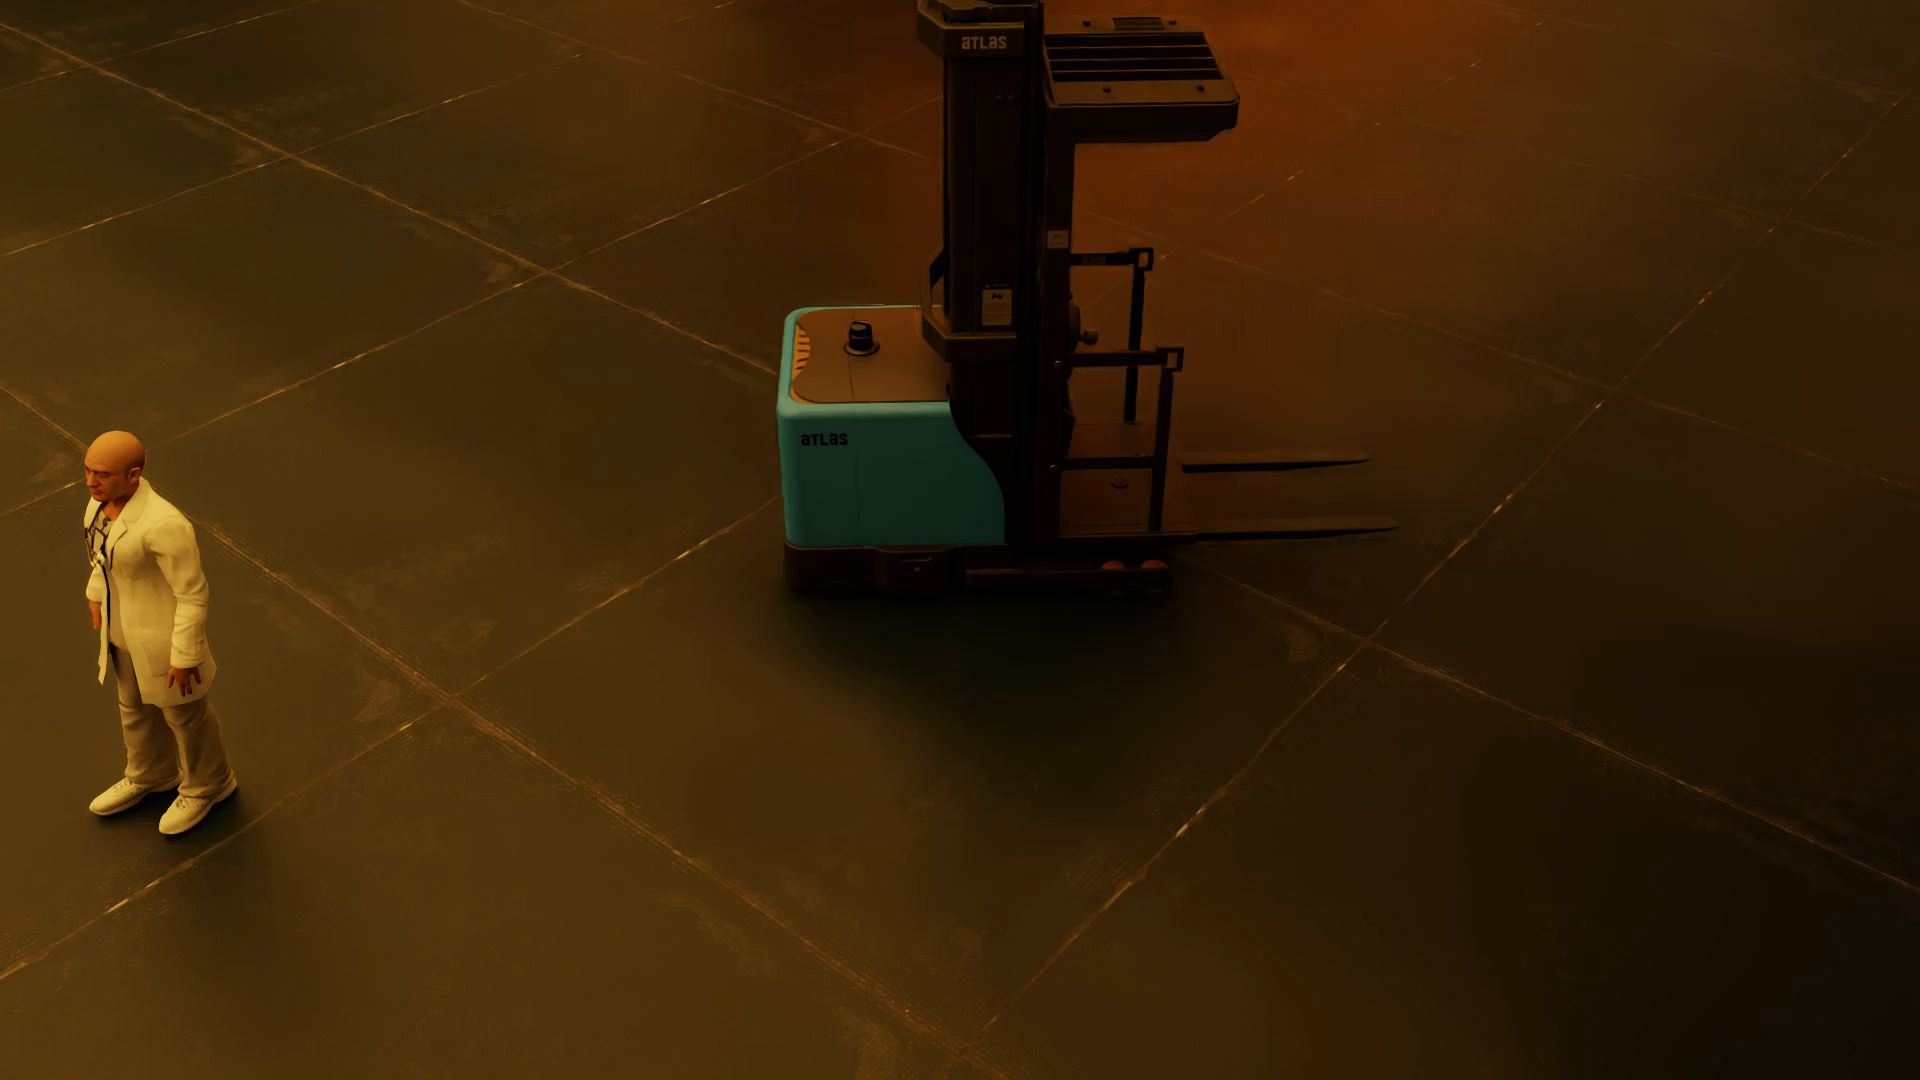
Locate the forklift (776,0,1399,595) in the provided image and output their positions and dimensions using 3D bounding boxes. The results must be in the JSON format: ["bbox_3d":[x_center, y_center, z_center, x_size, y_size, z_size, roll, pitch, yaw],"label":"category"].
[{"bbox_3d":[0.646,-1.231,7.709,3.031,2.935,1.130,-1,36,-2],"label":"forklift"}]

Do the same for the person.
[{"bbox_3d":[-3.202,0.400,6.434,0.698,1.776,0.580,25,43,30],"label":"person"}]
